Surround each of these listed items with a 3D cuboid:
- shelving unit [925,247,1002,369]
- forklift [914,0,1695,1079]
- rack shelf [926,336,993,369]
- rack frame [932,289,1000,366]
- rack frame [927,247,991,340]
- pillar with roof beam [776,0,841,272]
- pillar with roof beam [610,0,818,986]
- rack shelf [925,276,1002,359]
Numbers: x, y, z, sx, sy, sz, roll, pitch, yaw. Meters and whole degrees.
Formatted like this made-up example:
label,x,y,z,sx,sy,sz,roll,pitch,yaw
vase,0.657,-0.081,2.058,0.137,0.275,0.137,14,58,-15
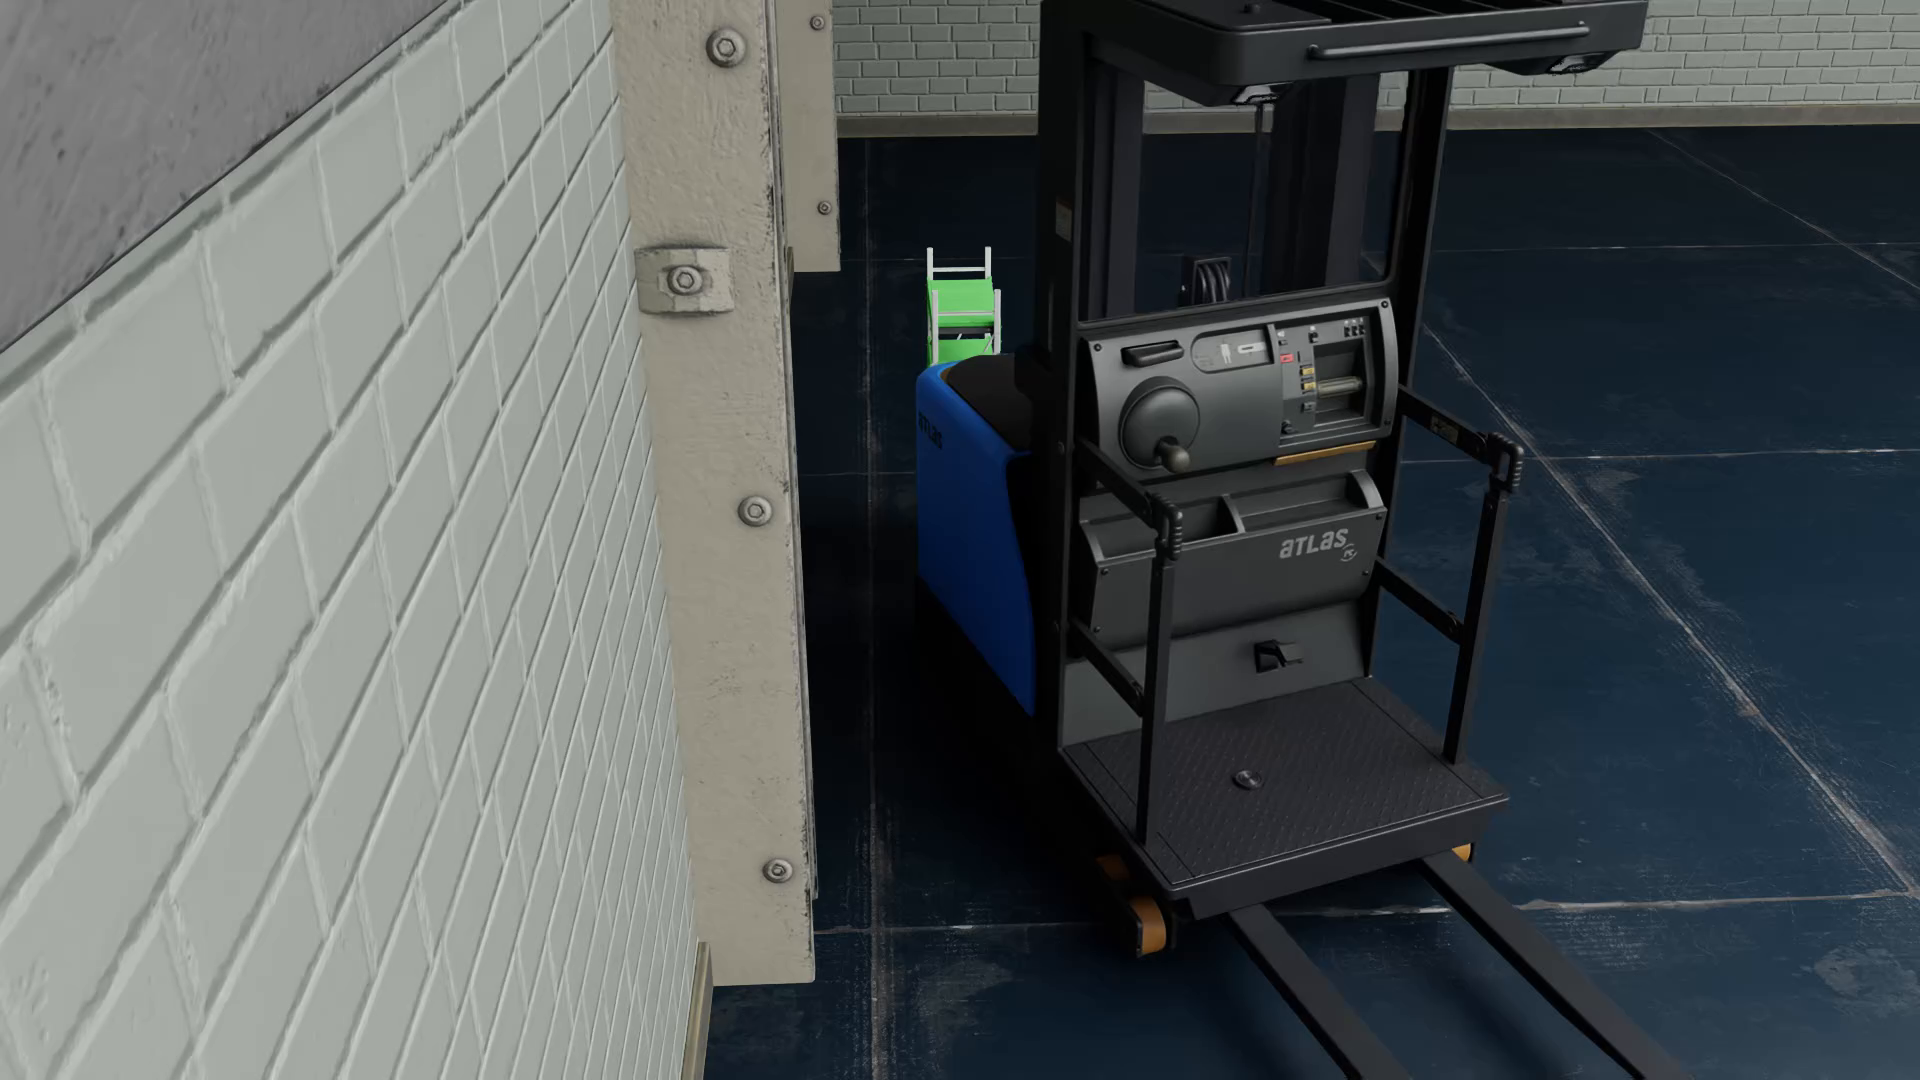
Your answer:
label,x,y,z,sx,sy,sz,roll,pitch,yaw
shelving unit,0.009,-0.456,6.326,0.258,1.200,0.503,-1,28,-3
forklift,0.856,-0.380,4.310,1.130,2.935,3.031,-11,29,-19
rack shelf,0.009,-0.612,6.245,0.258,0.148,0.480,-1,28,-3
rack frame,0.021,-0.343,6.110,0.240,1.200,0.015,-1,28,-3
rack frame,-0.004,-0.568,6.542,0.240,1.200,0.015,-1,28,-3
pillar with roof beam,3.430,-5.764,8.071,9.100,9.000,0.400,-1,28,-3
pillar with roof beam,3.744,-2.993,2.758,9.100,9.000,0.400,-1,28,-3
rack shelf,0.009,-0.824,6.134,0.258,0.148,0.480,-1,28,-3
